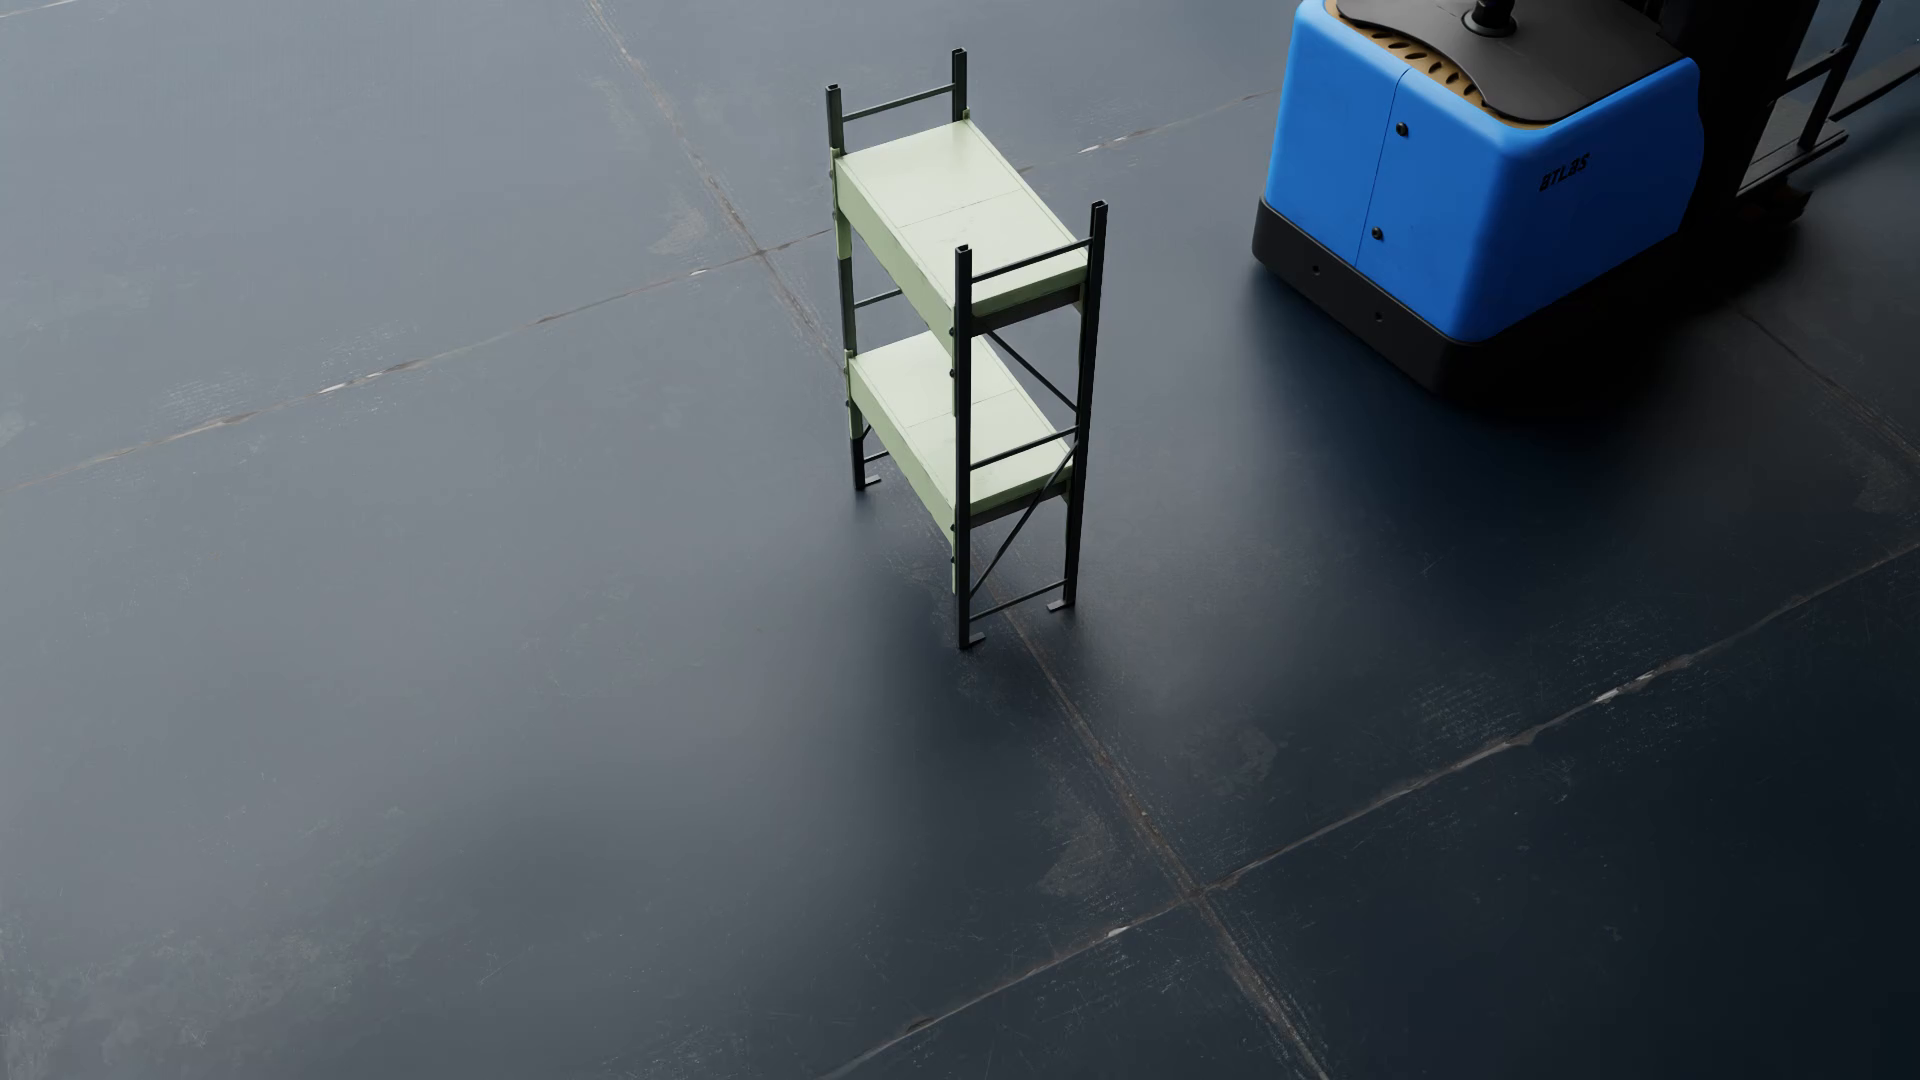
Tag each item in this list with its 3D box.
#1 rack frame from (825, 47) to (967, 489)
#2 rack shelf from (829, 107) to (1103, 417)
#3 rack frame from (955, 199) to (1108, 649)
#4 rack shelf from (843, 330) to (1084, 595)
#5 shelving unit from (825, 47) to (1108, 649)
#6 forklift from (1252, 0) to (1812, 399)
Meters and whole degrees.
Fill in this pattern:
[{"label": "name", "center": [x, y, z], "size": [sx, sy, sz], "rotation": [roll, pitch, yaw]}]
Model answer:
[{"label": "rack frame", "center": [-0.164, -0.734, 4.896], "size": [0.400, 1.500, 0.023], "rotation": [-21, 52, -18]}, {"label": "rack shelf", "center": [0.003, -0.746, 4.388], "size": [0.431, 0.370, 0.720], "rotation": [-21, 52, -18]}, {"label": "rack frame", "center": [0.171, -0.244, 4.467], "size": [0.400, 1.500, 0.023], "rotation": [-21, 52, -18]}, {"label": "rack shelf", "center": [0.003, -0.275, 4.927], "size": [0.431, 0.370, 0.720], "rotation": [-21, 52, -18]}, {"label": "shelving unit", "center": [0.003, -0.489, 4.682], "size": [0.431, 1.500, 0.755], "rotation": [-21, 52, -18]}, {"label": "forklift", "center": [2.559, -2.343, 5.352], "size": [3.031, 2.935, 1.130], "rotation": [-29, 55, -23]}]
